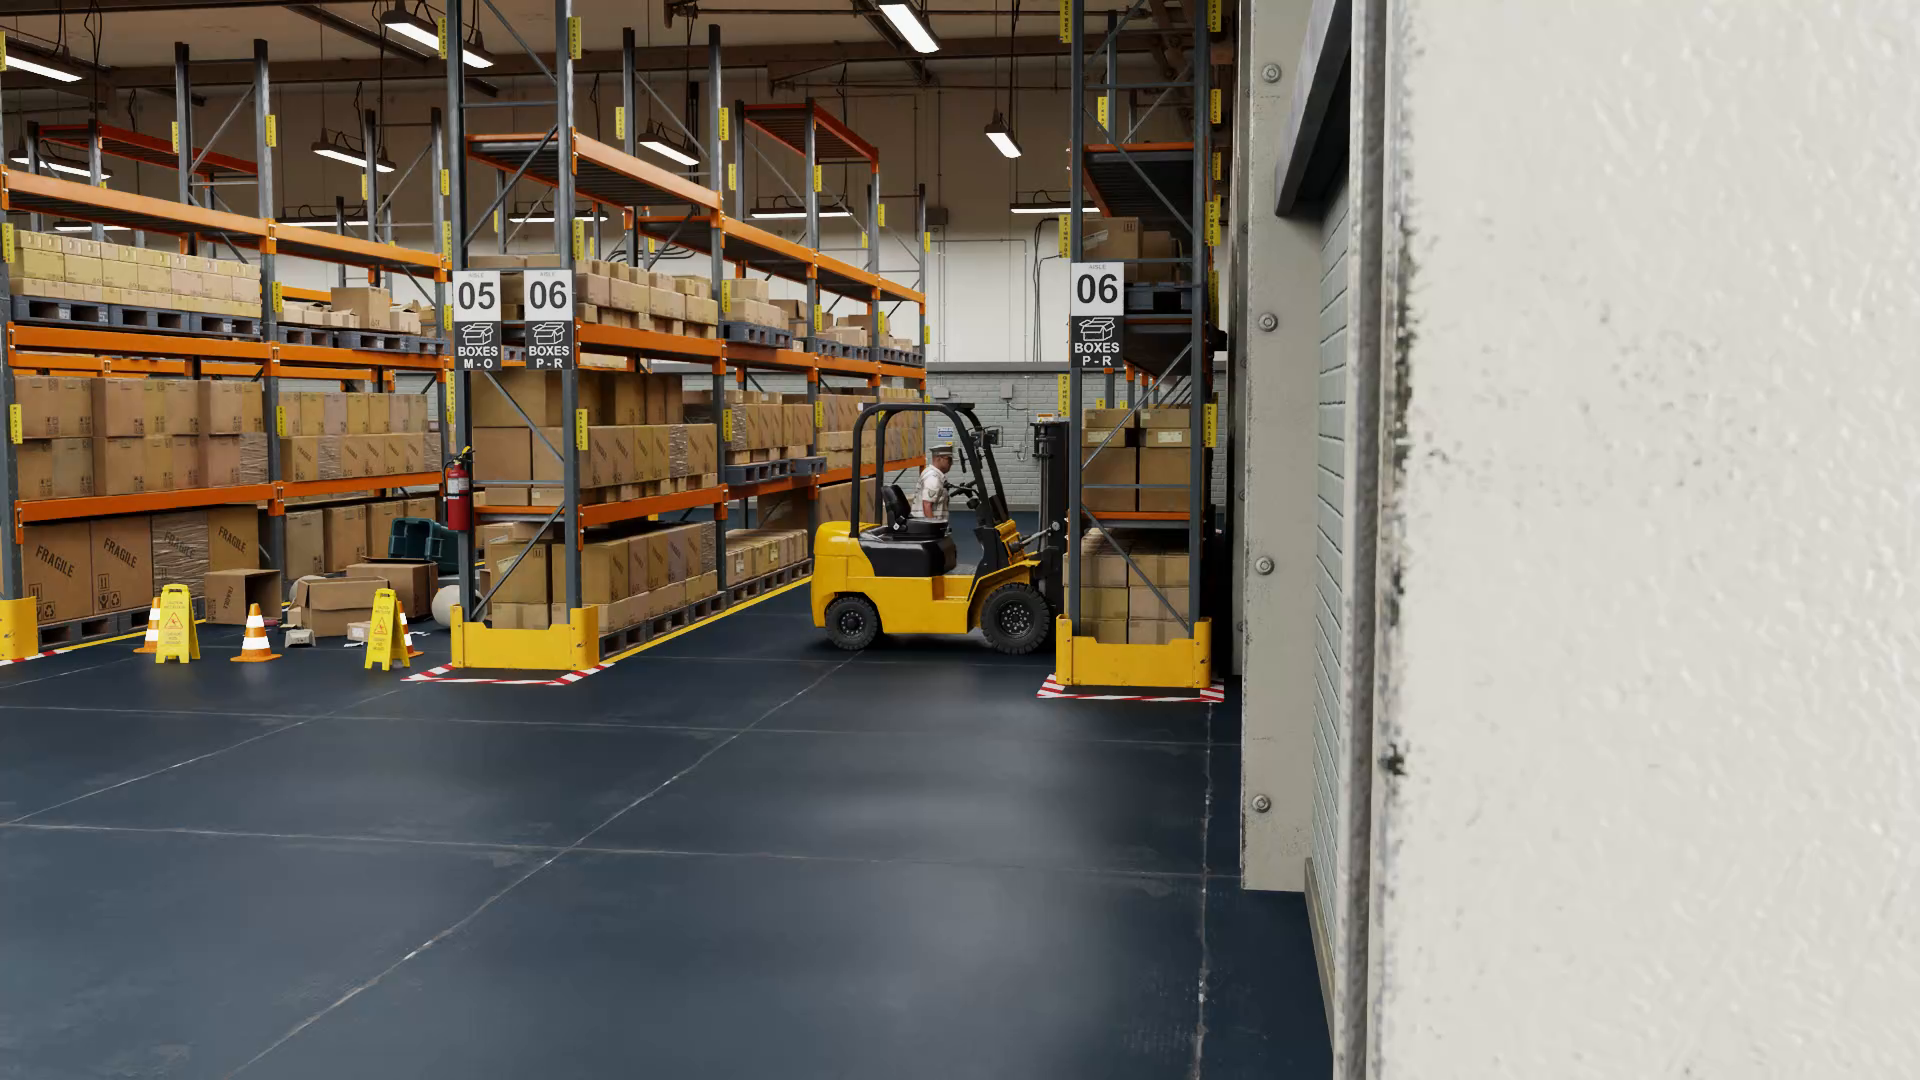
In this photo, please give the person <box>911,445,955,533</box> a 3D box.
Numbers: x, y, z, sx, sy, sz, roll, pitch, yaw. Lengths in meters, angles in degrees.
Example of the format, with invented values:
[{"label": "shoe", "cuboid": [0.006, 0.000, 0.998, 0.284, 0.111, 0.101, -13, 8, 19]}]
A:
[{"label": "person", "cuboid": [-0.265, -0.071, 16.501, 0.433, 1.748, 0.595, 1, 4, 7]}]
